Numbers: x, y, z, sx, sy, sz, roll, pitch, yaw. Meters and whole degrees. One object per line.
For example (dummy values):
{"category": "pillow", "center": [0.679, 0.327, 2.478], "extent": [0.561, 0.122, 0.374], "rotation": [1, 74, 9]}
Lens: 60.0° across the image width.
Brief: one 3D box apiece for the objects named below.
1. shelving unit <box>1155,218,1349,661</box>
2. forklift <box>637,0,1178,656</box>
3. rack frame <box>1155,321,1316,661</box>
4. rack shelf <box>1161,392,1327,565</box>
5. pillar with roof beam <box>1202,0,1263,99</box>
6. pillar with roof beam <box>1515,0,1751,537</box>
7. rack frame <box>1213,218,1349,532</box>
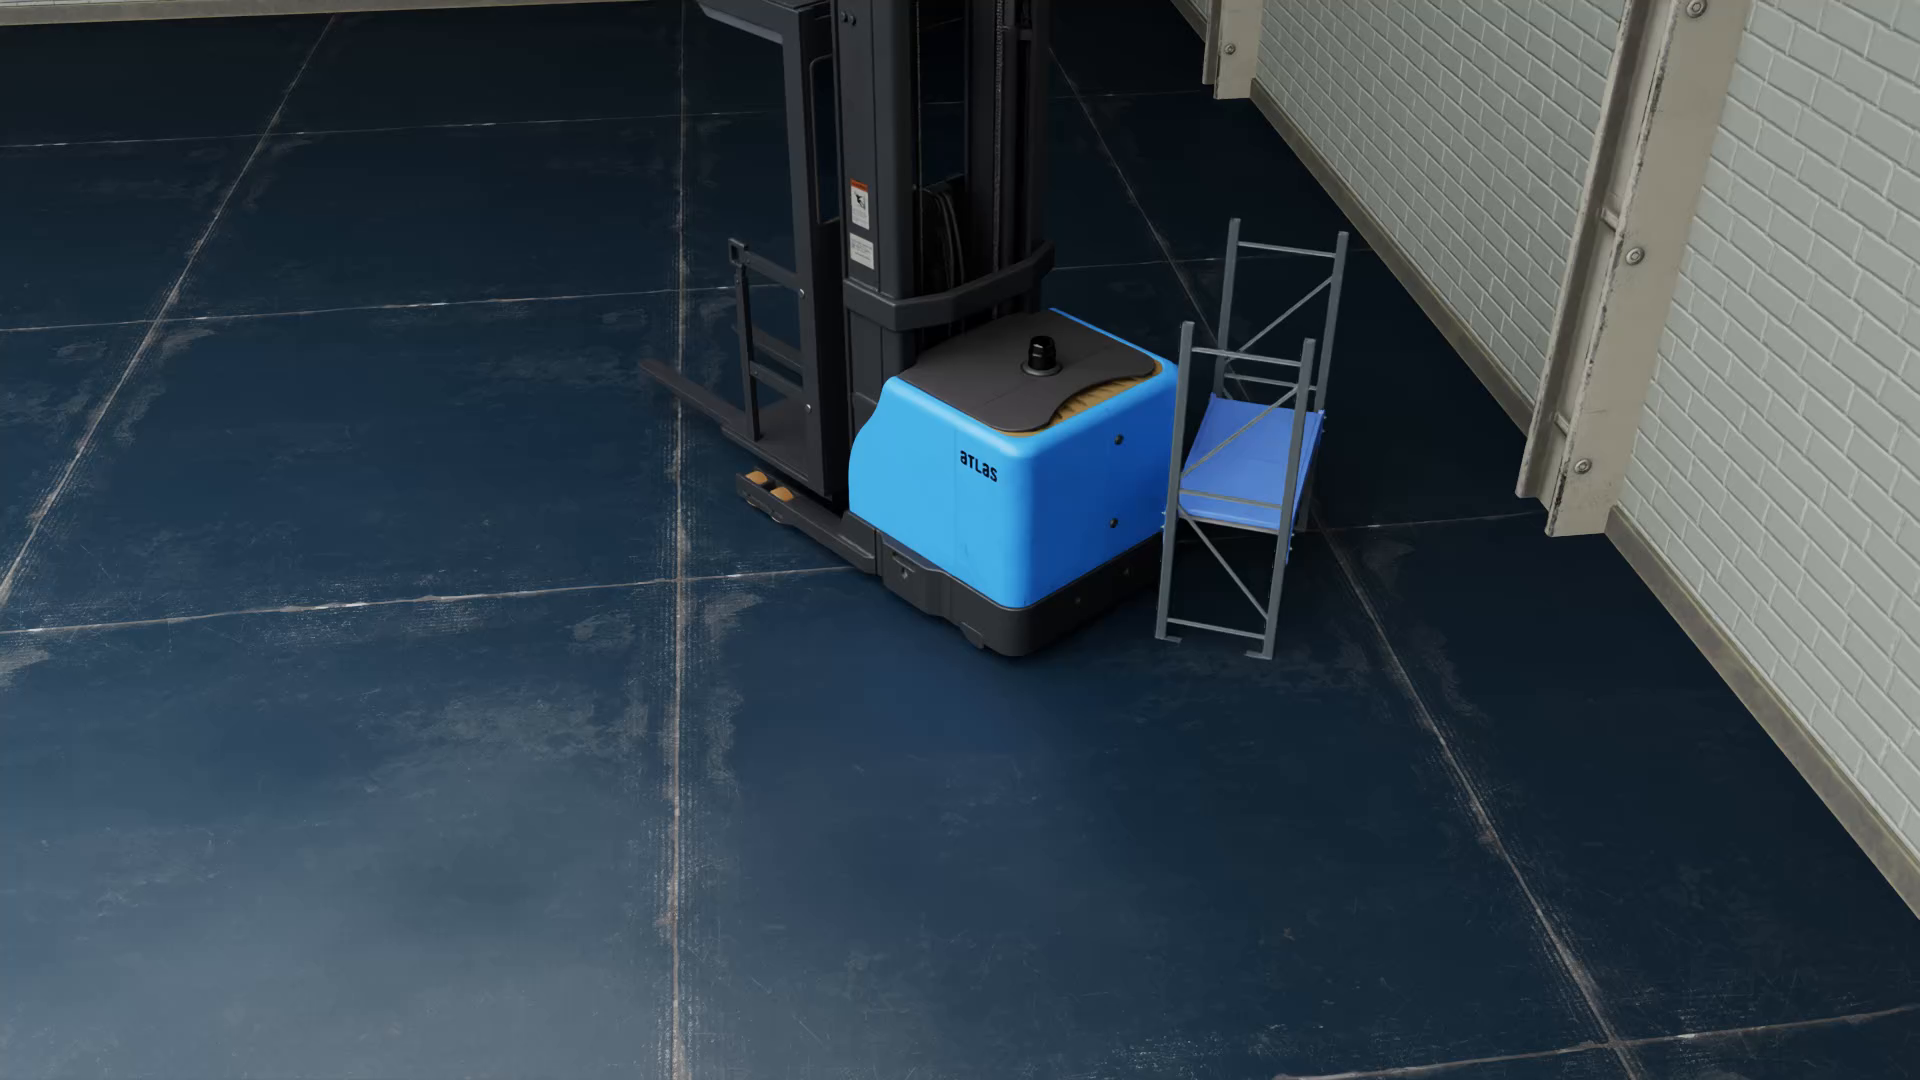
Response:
{"category": "shelving unit", "center": [1.236, -0.434, 7.054], "extent": [0.538, 1.500, 1.048], "rotation": [10, 36, 15]}
{"category": "forklift", "center": [-0.424, -1.468, 7.302], "extent": [1.130, 2.935, 3.031], "rotation": [-28, 43, -34]}
{"category": "rack frame", "center": [1.081, -0.161, 6.654], "extent": [0.500, 1.500, 0.032], "rotation": [10, 36, 15]}
{"category": "rack shelf", "center": [1.235, -0.285, 7.155], "extent": [0.538, 0.185, 1.000], "rotation": [10, 36, 15]}
{"category": "pillar with roof beam", "center": [-2.194, -6.877, 9.851], "extent": [9.100, 9.000, 0.400], "rotation": [-4, 35, -6]}
{"category": "pillar with roof beam", "center": [-1.387, -3.529, 4.938], "extent": [9.100, 9.000, 0.400], "rotation": [-4, 35, -6]}
{"category": "rack frame", "center": [1.391, -0.707, 7.454], "extent": [0.500, 1.500, 0.032], "rotation": [10, 36, 15]}
